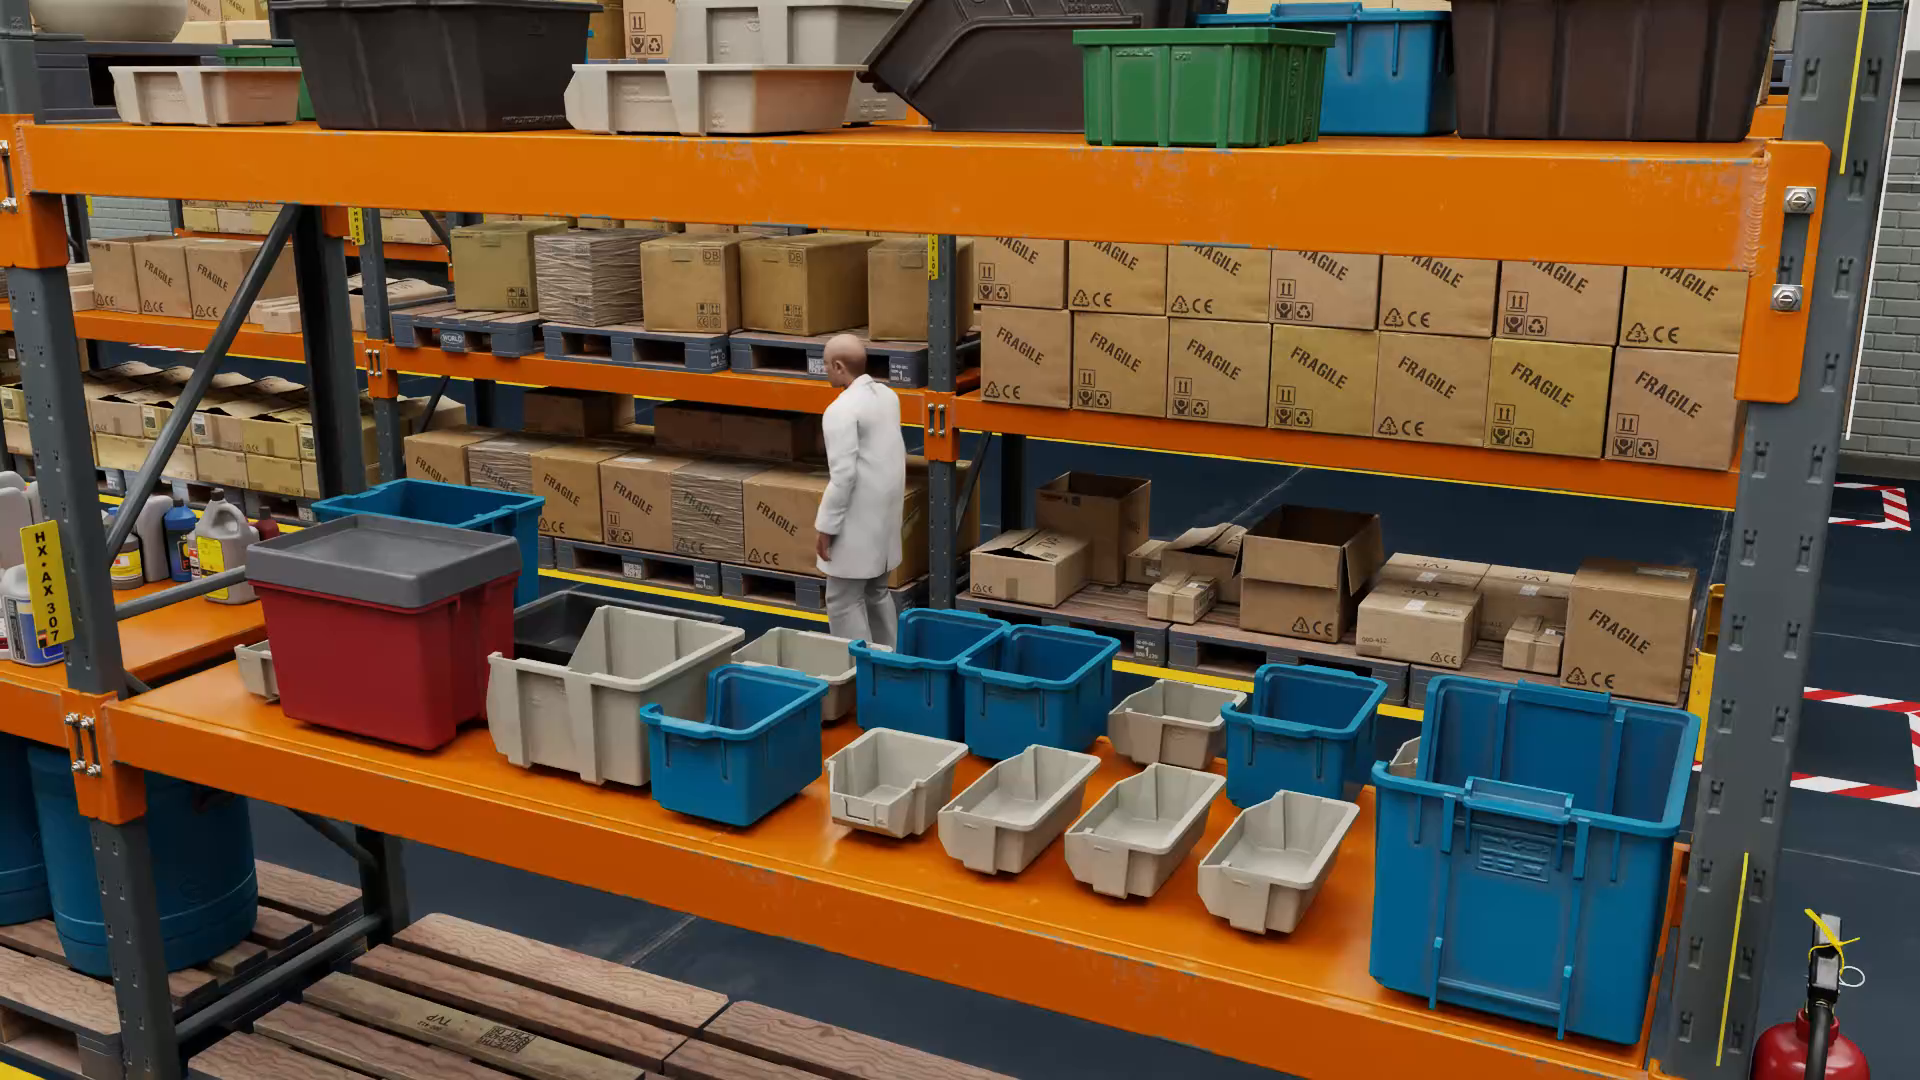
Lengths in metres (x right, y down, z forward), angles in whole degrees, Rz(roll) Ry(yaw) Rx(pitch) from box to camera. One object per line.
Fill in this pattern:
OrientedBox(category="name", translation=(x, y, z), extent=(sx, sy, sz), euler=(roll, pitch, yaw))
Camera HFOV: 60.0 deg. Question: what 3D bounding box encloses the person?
OrientedBox(category="person", translation=(-0.478, -0.093, 7.887), extent=(0.425, 1.774, 0.644), euler=(8, 17, 26))
